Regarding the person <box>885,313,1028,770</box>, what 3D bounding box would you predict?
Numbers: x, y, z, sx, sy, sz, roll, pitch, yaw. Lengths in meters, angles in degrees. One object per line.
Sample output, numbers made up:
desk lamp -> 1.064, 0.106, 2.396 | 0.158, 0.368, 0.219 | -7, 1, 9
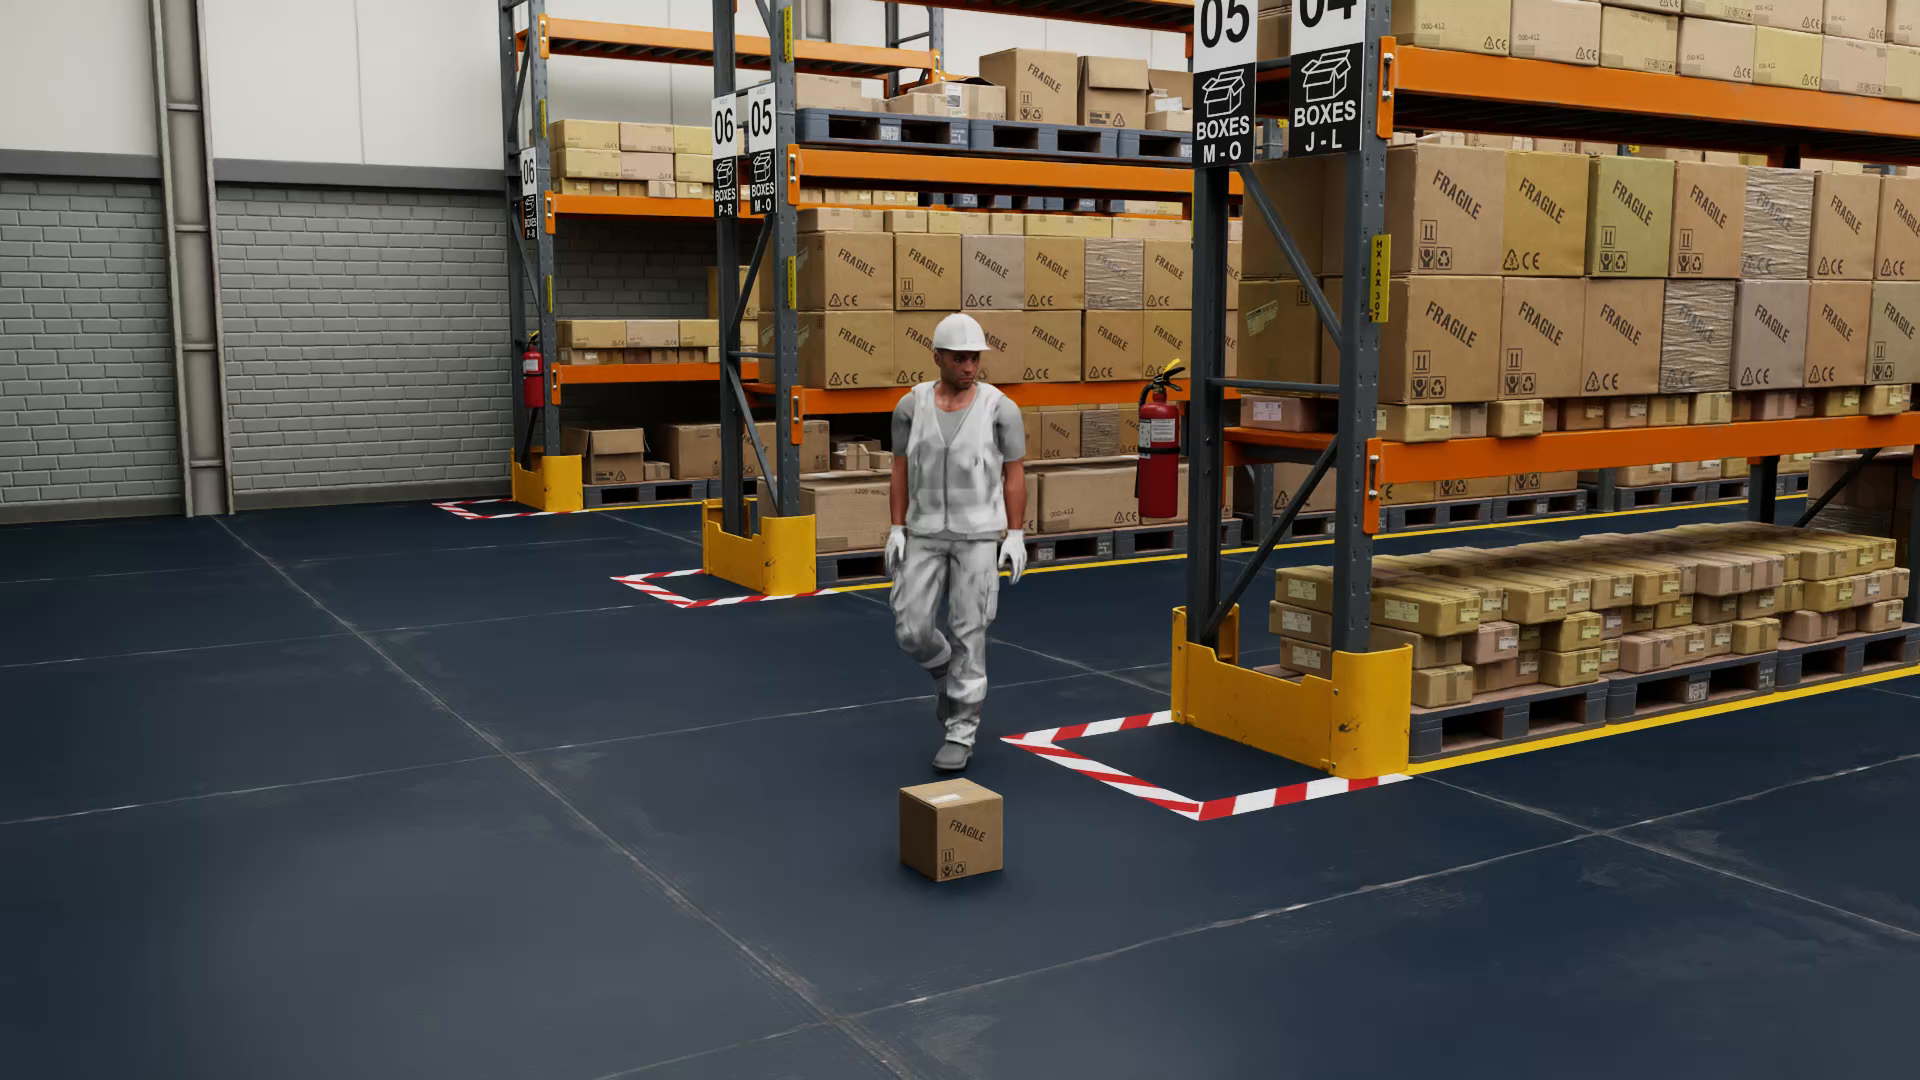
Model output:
person -> -0.006, -0.007, 6.632 | 0.562, 1.779, 0.596 | 2, 8, 13
